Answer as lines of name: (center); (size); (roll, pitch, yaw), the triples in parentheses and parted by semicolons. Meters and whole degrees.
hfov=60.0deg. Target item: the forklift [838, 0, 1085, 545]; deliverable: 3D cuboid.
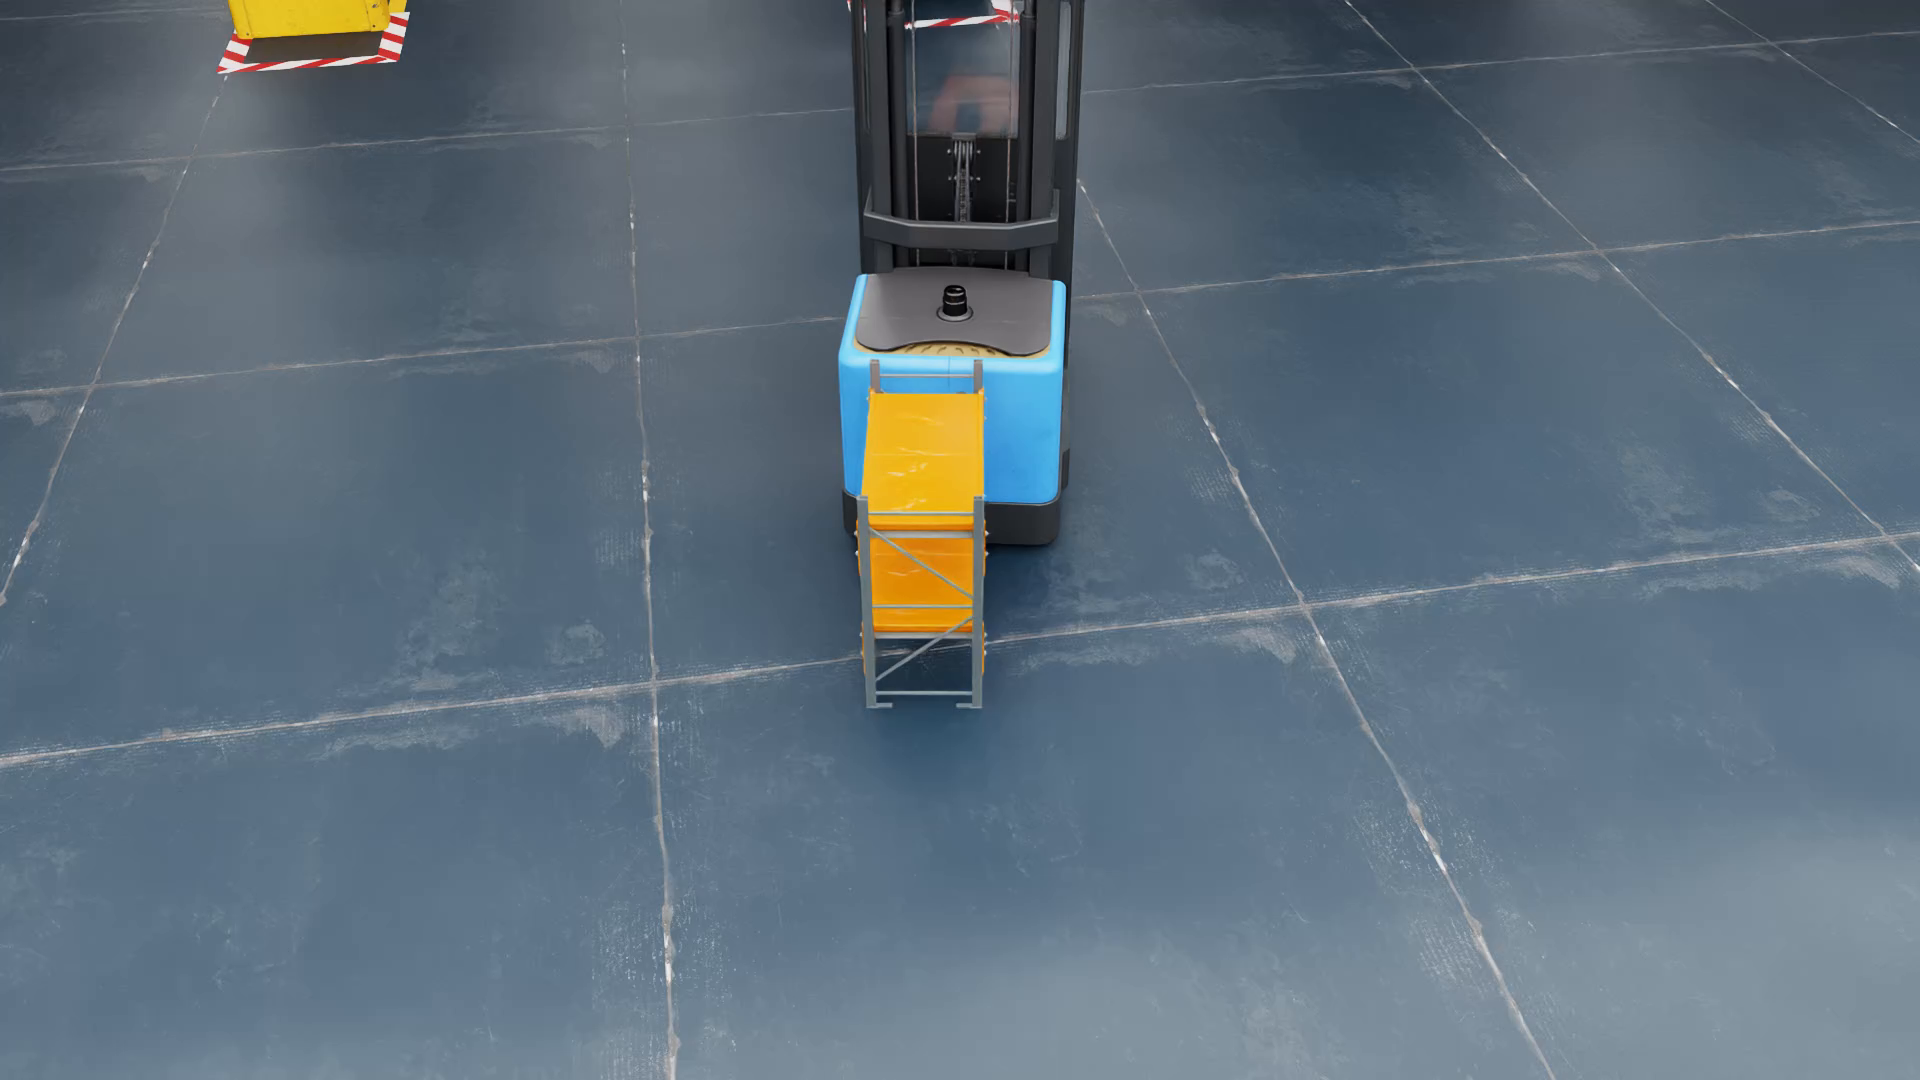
forklift: (0.051, -2.019, 8.360); (1.130, 2.935, 3.031); (2, 38, 3)

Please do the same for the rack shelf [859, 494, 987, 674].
rack shelf: (-0.151, 0.159, 7.427); (0.538, 0.278, 1.000); (0, 38, 0)

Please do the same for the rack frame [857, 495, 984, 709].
rack frame: (-0.154, 0.278, 6.875); (0.500, 1.125, 0.032); (0, 38, 0)

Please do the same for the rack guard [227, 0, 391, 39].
rack guard: (-5.242, -4.364, 13.360); (1.175, 0.500, 0.348); (-6, 38, -8)

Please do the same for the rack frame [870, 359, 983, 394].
rack frame: (-0.148, -0.346, 7.678); (0.500, 1.125, 0.032); (0, 38, 0)

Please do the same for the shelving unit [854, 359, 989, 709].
shelving unit: (-0.151, -0.034, 7.277); (0.538, 1.125, 1.048); (0, 38, 0)

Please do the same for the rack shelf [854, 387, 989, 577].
rack shelf: (-0.151, -0.265, 7.097); (0.538, 0.278, 1.000); (0, 38, 0)
